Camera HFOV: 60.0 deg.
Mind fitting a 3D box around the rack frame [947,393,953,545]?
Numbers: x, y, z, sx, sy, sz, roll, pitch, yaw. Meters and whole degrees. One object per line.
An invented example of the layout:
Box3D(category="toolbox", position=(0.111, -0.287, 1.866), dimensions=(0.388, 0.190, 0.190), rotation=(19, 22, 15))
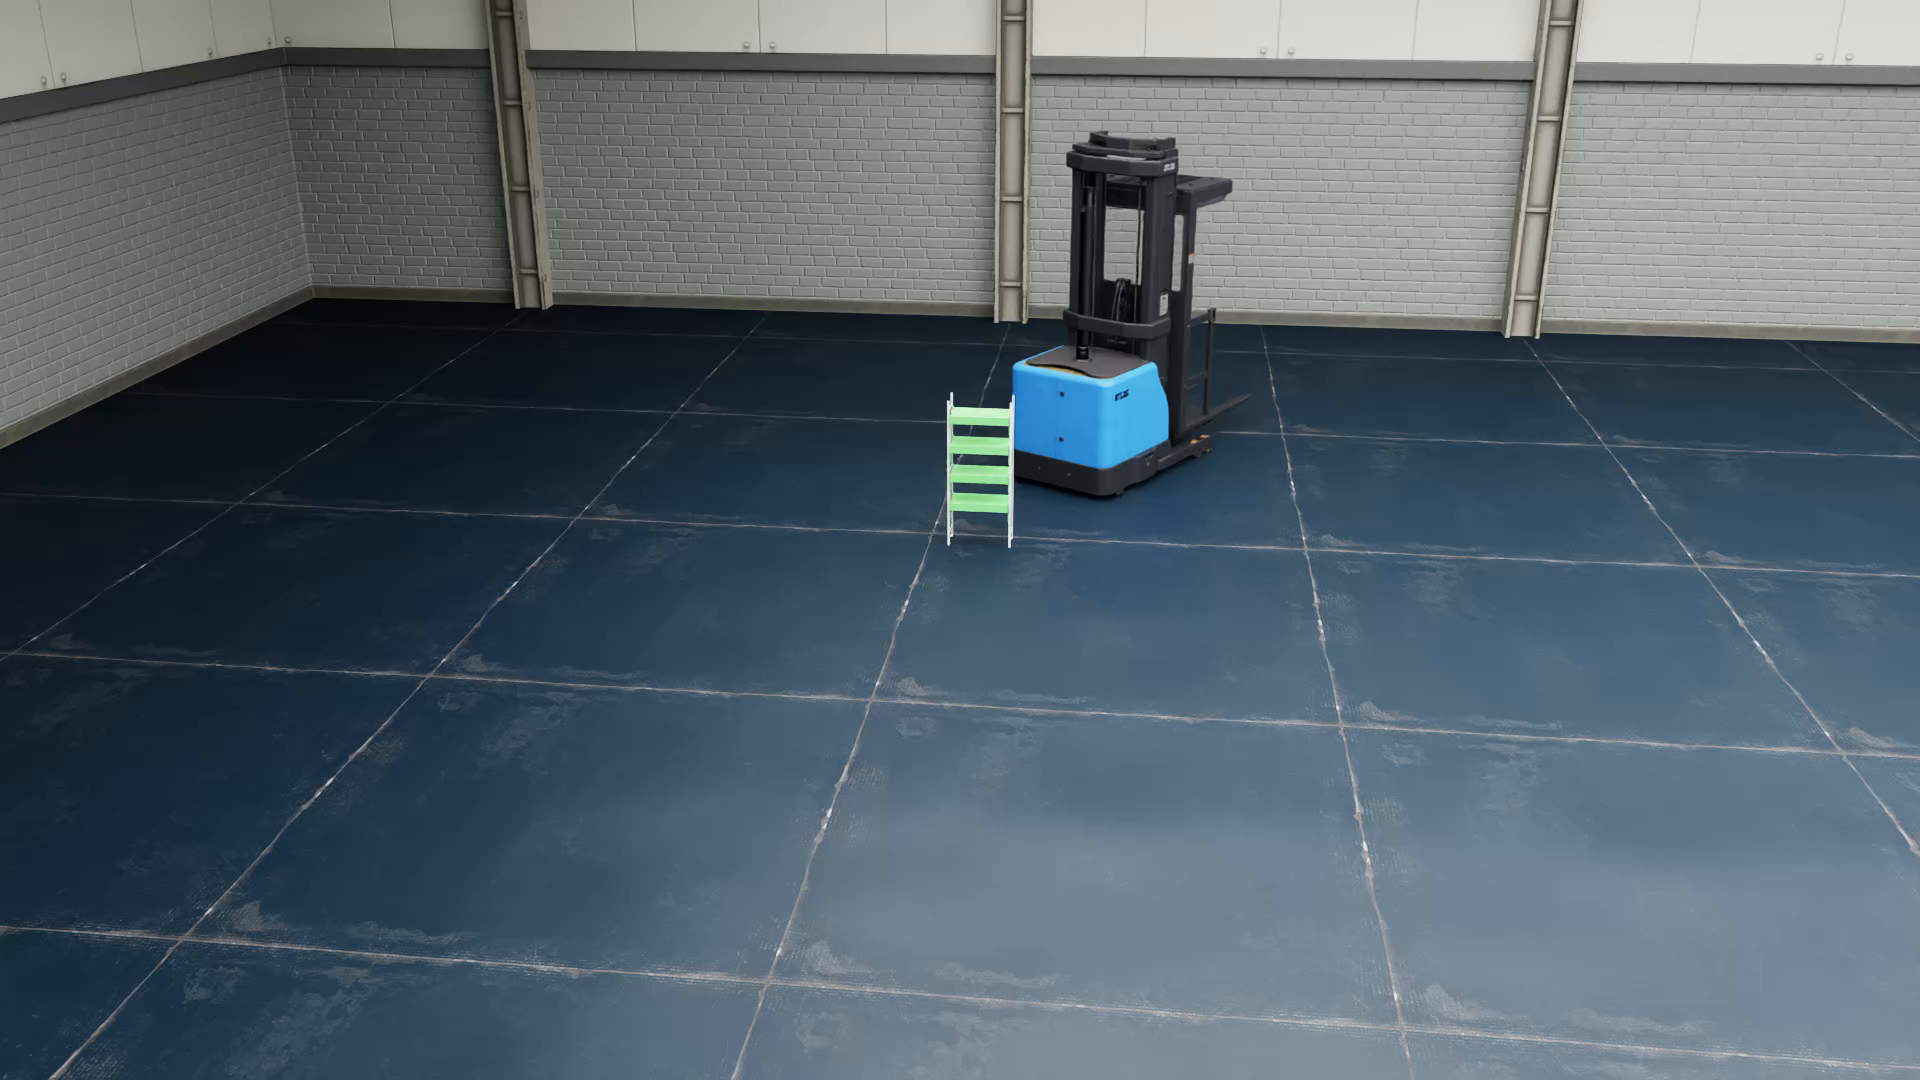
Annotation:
Box3D(category="rack frame", position=(-0.078, -0.561, 13.228), dimensions=(0.015, 1.200, 0.240), rotation=(2, 22, 6))

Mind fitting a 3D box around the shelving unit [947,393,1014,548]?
Box3D(category="shelving unit", position=(0.164, -0.551, 13.201), dimensions=(0.503, 1.200, 0.258), rotation=(2, 22, 6))

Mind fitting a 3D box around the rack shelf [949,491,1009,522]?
Box3D(category="rack shelf", position=(0.164, -0.268, 13.313), dimensions=(0.480, 0.148, 0.258), rotation=(2, 22, 6))

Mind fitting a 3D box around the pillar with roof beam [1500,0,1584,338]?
Box3D(category="pillar with roof beam", position=(6.073, -5.028, 13.919), dimensions=(0.400, 9.000, 9.100), rotation=(2, 22, 6))

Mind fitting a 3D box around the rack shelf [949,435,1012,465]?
Box3D(category="rack shelf", position=(0.164, -0.715, 13.136), dimensions=(0.480, 0.148, 0.258), rotation=(2, 22, 6))

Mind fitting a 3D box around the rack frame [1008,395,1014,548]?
Box3D(category="rack frame", position=(0.407, -0.540, 13.174), dimensions=(0.015, 1.200, 0.240), rotation=(2, 22, 6))

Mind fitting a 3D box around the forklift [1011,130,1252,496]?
Box3D(category="forklift", position=(1.722, -2.220, 15.067), dimensions=(1.130, 2.935, 3.031), rotation=(15, 26, 34))

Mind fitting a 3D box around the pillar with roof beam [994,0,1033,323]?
Box3D(category="pillar with roof beam", position=(0.115, -5.288, 14.575), dimensions=(0.400, 9.000, 9.100), rotation=(2, 22, 6))

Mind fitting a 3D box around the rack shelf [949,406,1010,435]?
Box3D(category="rack shelf", position=(0.164, -0.938, 13.048), dimensions=(0.480, 0.148, 0.258), rotation=(2, 22, 6))

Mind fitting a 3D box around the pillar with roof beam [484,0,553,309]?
Box3D(category="pillar with roof beam", position=(-5.843, -5.547, 15.232), dimensions=(0.400, 9.000, 9.100), rotation=(2, 22, 6))

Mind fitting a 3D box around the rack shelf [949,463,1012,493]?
Box3D(category="rack shelf", position=(0.164, -0.491, 13.225), dimensions=(0.480, 0.148, 0.258), rotation=(2, 22, 6))
